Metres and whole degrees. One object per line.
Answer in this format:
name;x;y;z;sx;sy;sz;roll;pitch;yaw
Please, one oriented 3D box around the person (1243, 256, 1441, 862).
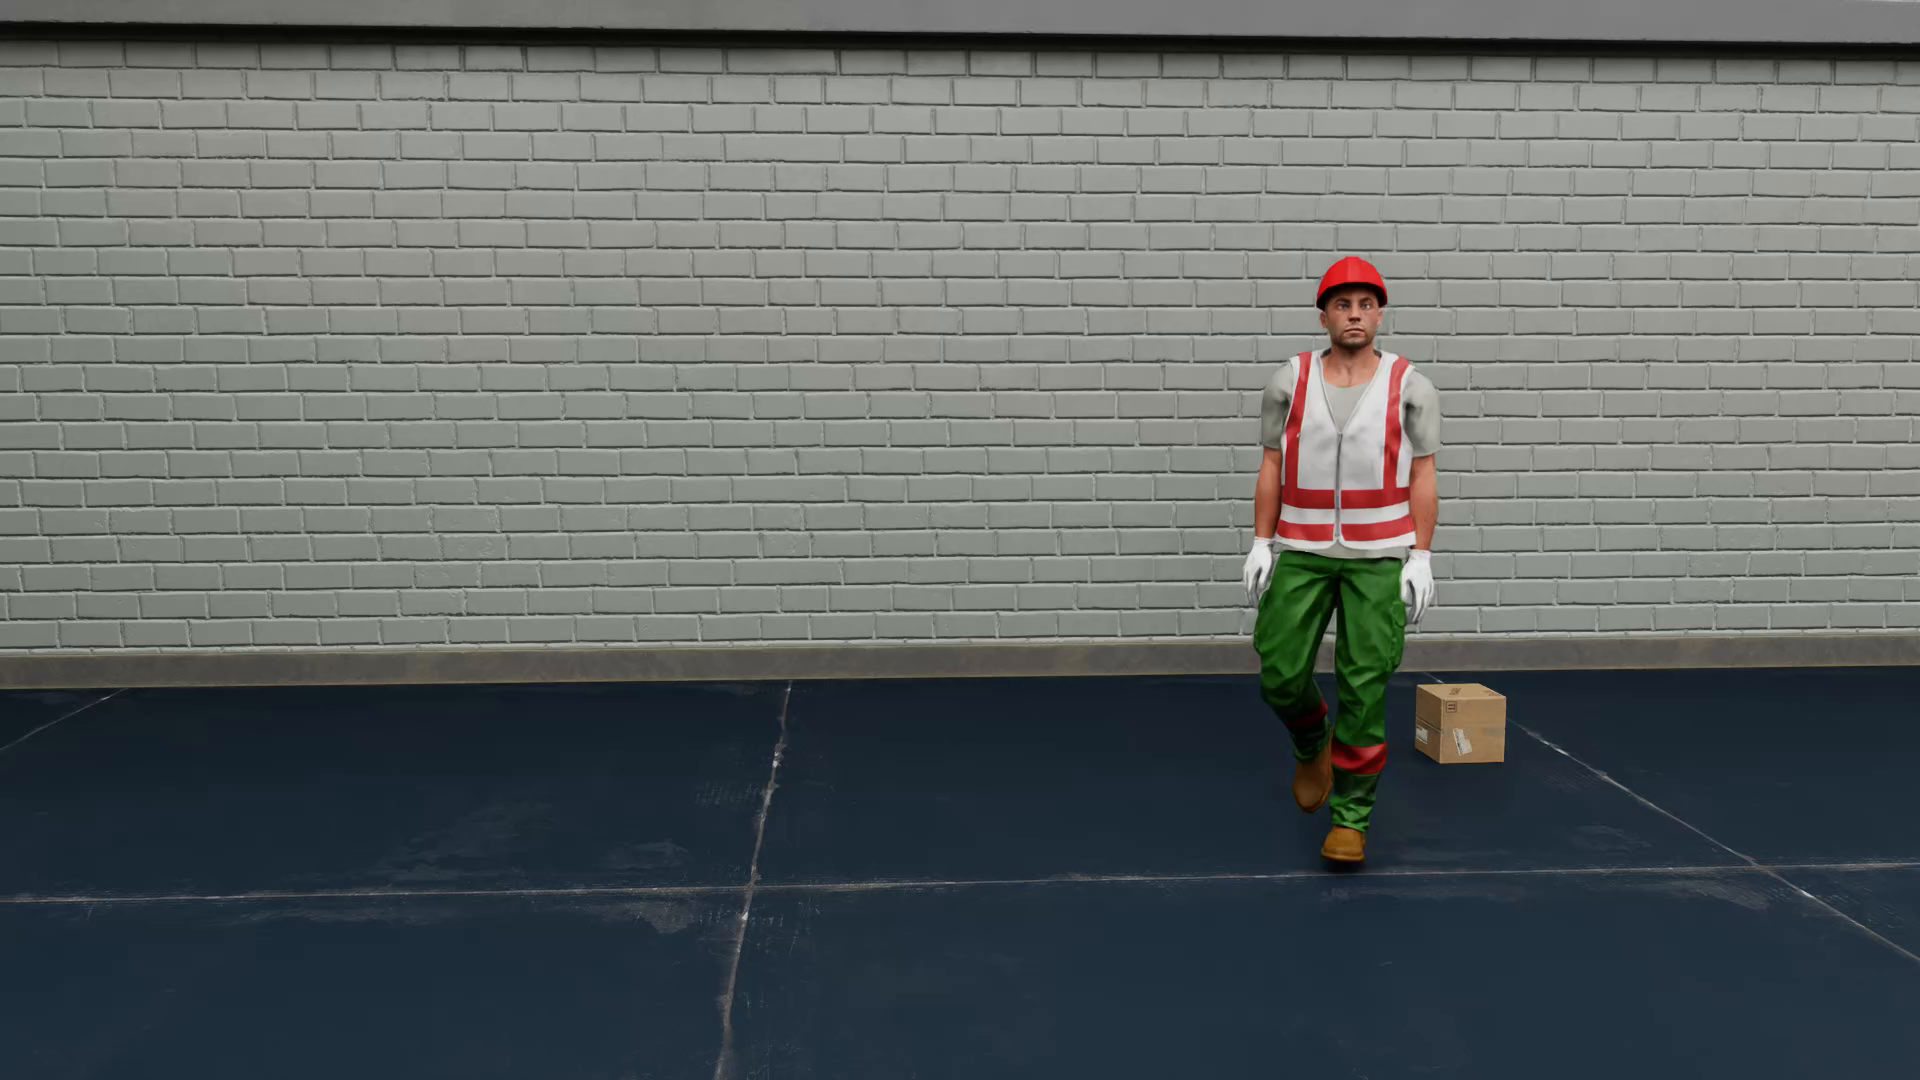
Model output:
person;1.145;0.048;5.024;0.574;1.782;0.585;2;7;19
